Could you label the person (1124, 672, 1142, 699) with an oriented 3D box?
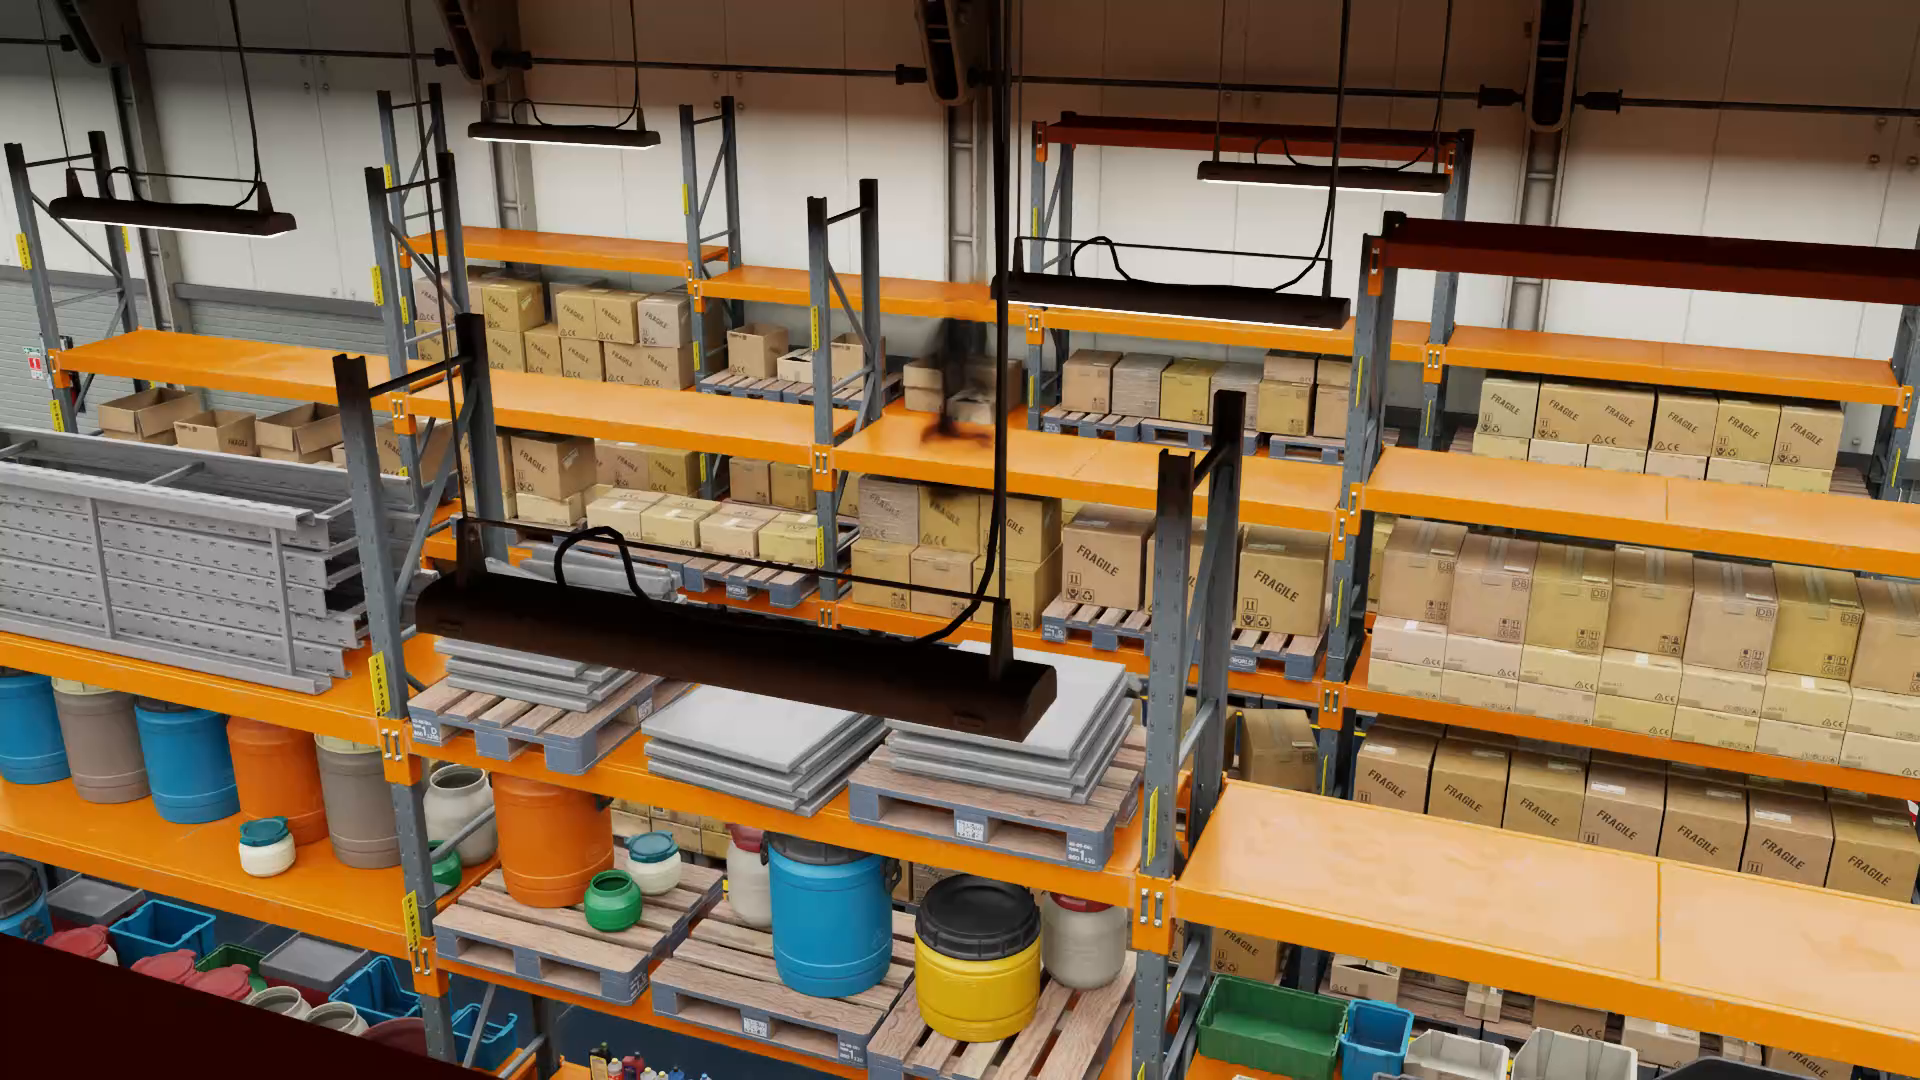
[{"bbox_3d":[1.514,1.977,14.927,0.761,1.698,0.627,6,22,15],"label":"person"}]
